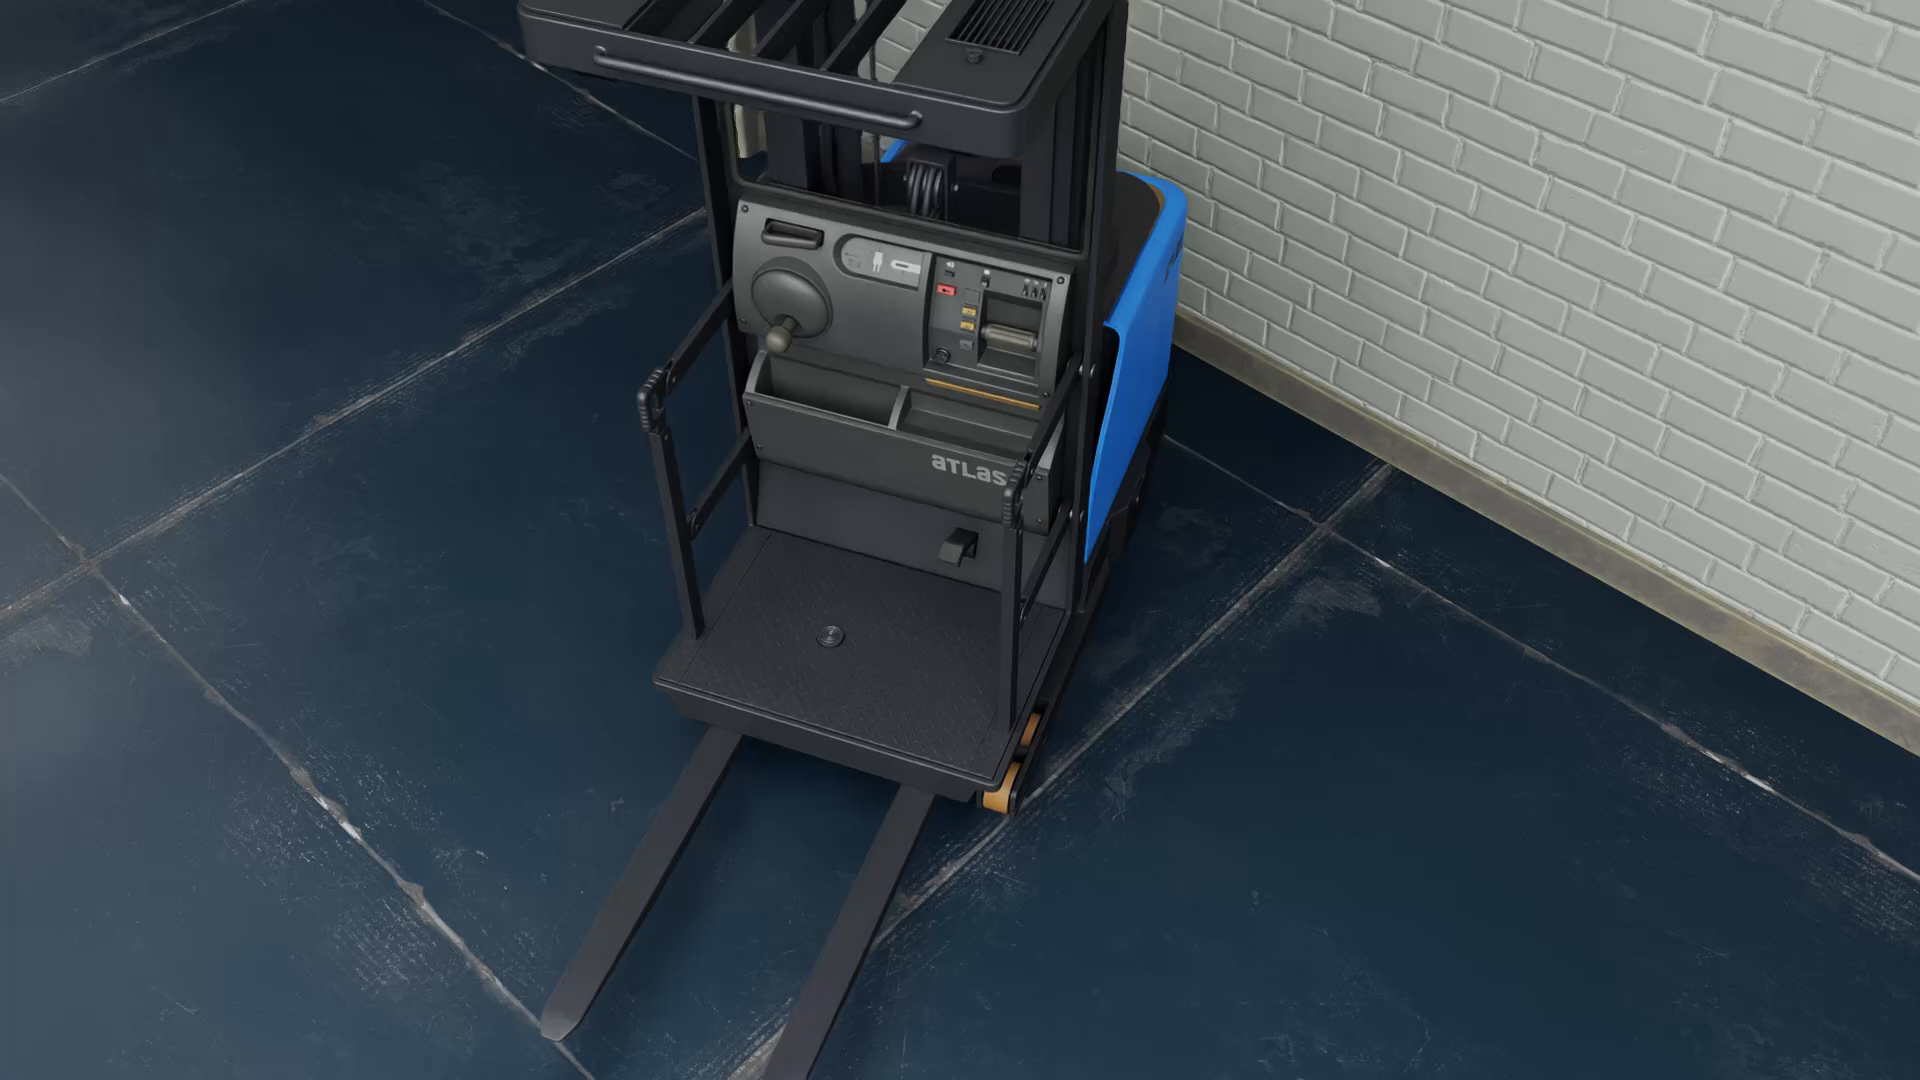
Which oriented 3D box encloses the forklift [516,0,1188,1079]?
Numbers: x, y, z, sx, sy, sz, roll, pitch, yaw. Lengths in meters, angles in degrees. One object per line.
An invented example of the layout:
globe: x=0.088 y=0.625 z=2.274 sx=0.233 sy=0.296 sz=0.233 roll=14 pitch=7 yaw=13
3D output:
forklift: x=-0.238 y=-0.535 z=4.242 sx=1.130 sy=2.935 sz=3.031 roll=15 pitch=49 yaw=14

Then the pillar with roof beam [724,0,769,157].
pillar with roof beam: x=-3.652 y=-2.472 z=1.898 sx=0.400 sy=9.000 sz=9.100 roll=34 pitch=55 yaw=28
